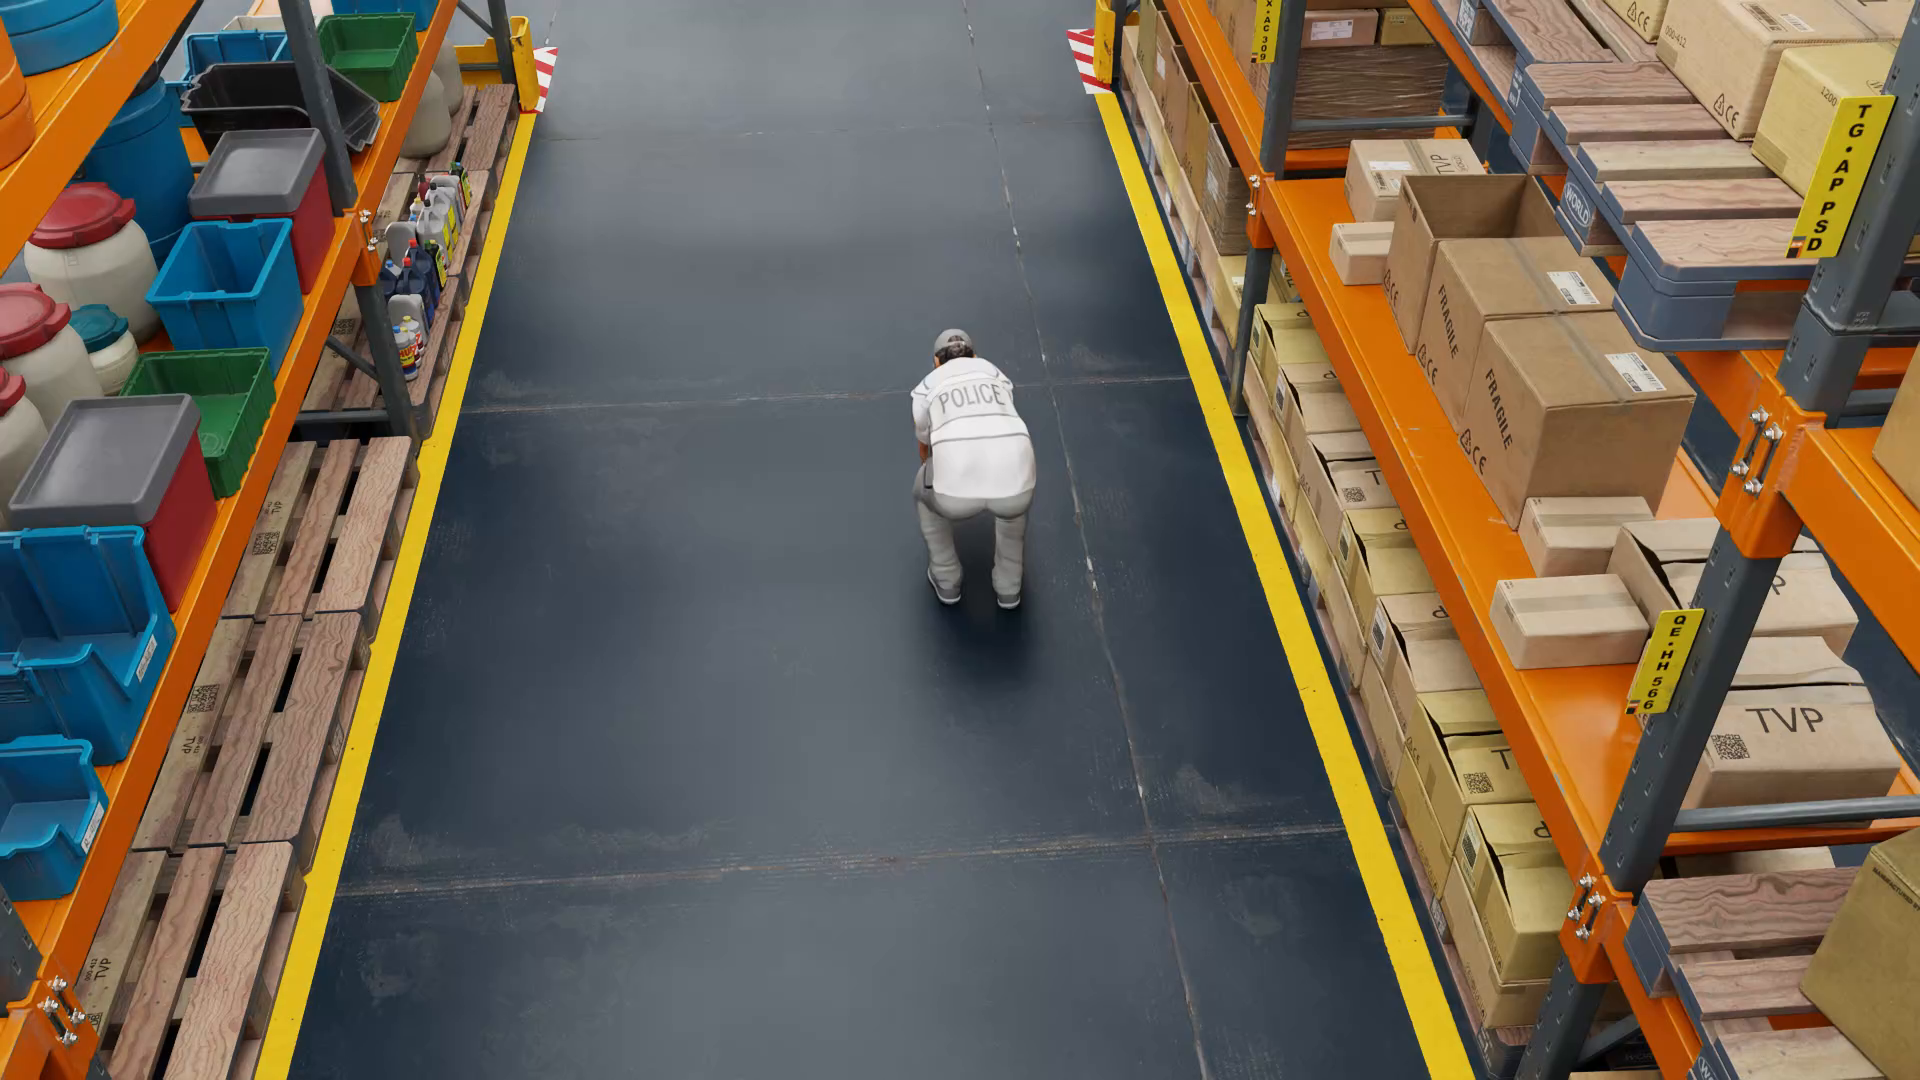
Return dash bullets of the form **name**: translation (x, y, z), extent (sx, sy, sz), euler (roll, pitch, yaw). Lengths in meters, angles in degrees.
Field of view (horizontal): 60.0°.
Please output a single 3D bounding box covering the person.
- **person**: translation (0.049, -0.261, 6.999), extent (0.503, 1.000, 0.937), euler (-5, 40, -6)
